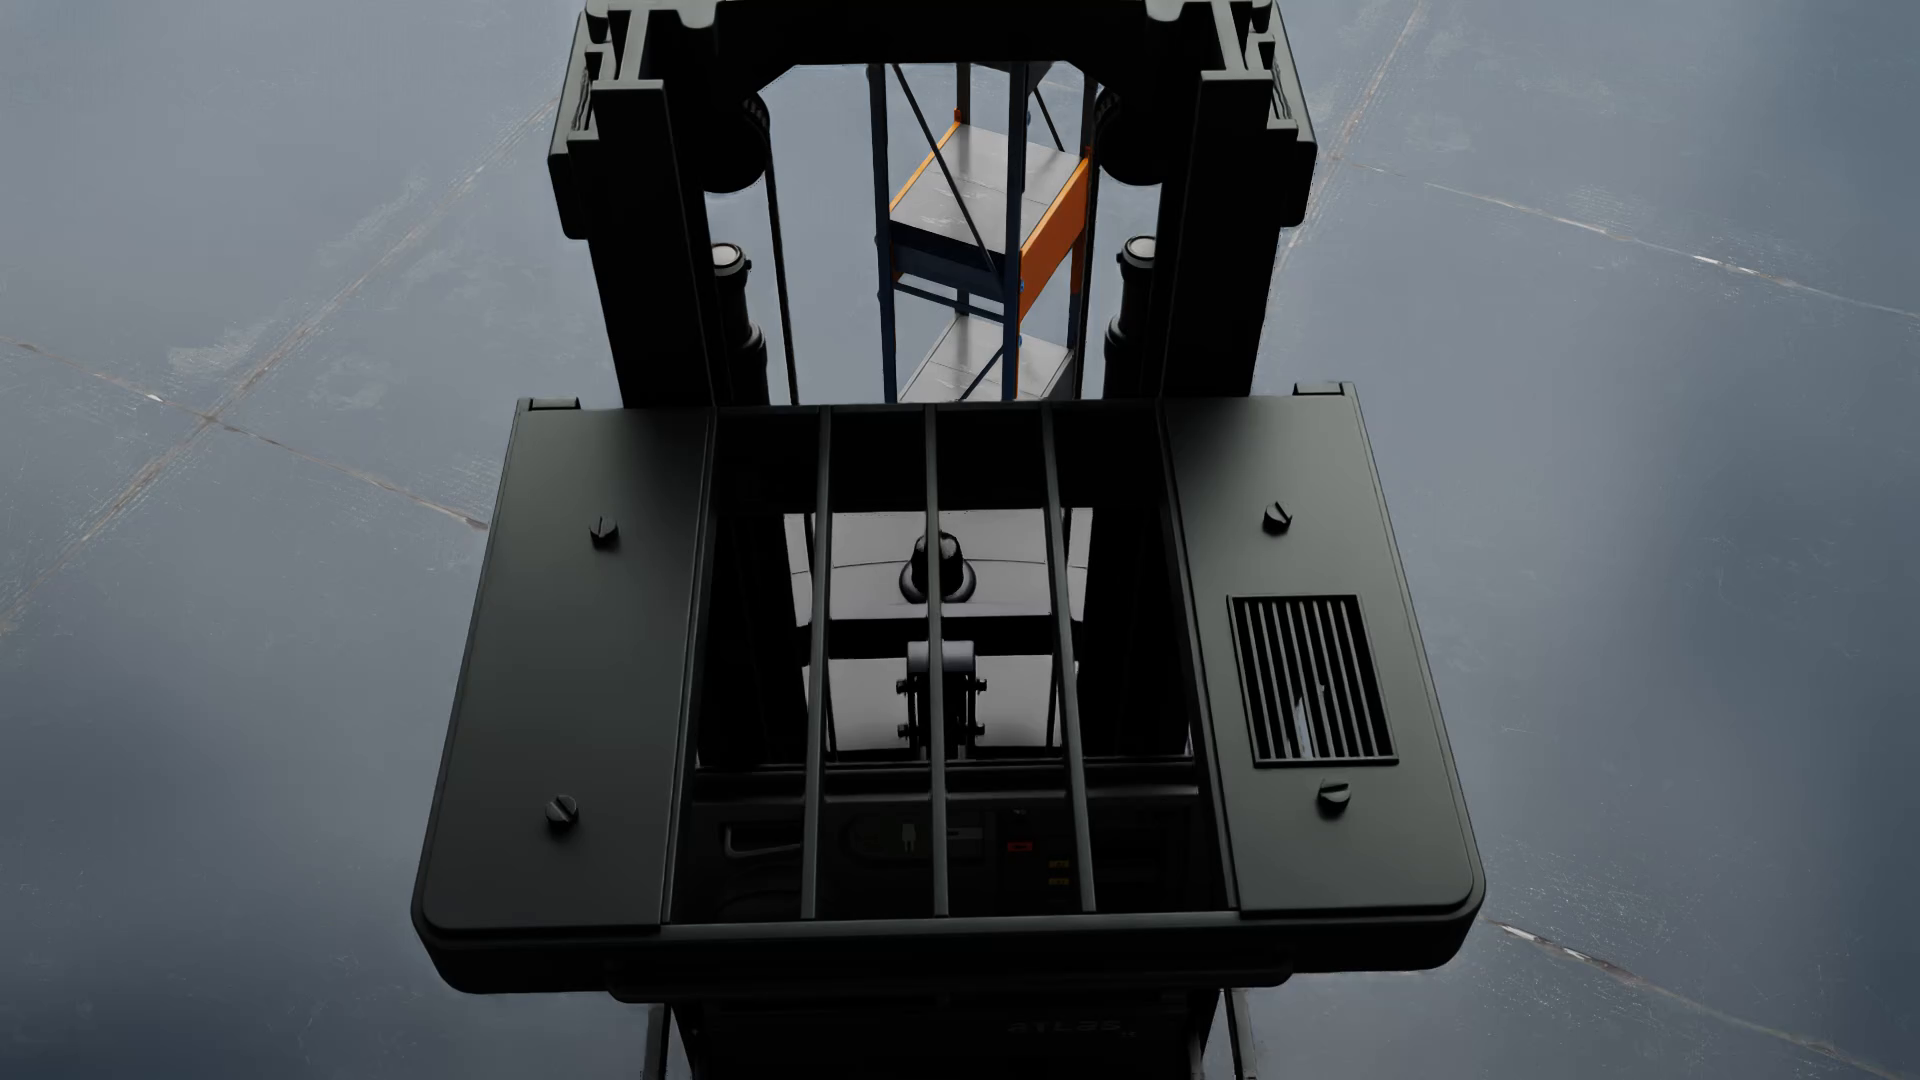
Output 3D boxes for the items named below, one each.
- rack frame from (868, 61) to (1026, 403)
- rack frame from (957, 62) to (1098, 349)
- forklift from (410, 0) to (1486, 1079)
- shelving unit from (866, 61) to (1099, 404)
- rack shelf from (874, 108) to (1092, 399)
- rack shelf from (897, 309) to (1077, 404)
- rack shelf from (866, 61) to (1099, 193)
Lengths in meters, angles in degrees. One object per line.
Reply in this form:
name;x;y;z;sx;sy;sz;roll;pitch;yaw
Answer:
rack frame;-0.034;-0.626;4.404;0.400;2.100;0.015;20;52;16
rack frame;0.175;-0.962;4.690;0.400;2.100;0.015;20;52;16
forklift;-0.020;0.705;2.726;1.130;2.935;3.031;-1;50;-1
shelving unit;0.071;-0.794;4.547;0.431;2.100;0.503;20;52;16
rack shelf;0.071;-0.786;4.558;0.431;0.518;0.480;20;52;16
rack shelf;0.071;-0.332;5.091;0.431;0.518;0.480;20;52;16
rack shelf;0.071;-1.239;4.025;0.431;0.518;0.480;20;52;16
